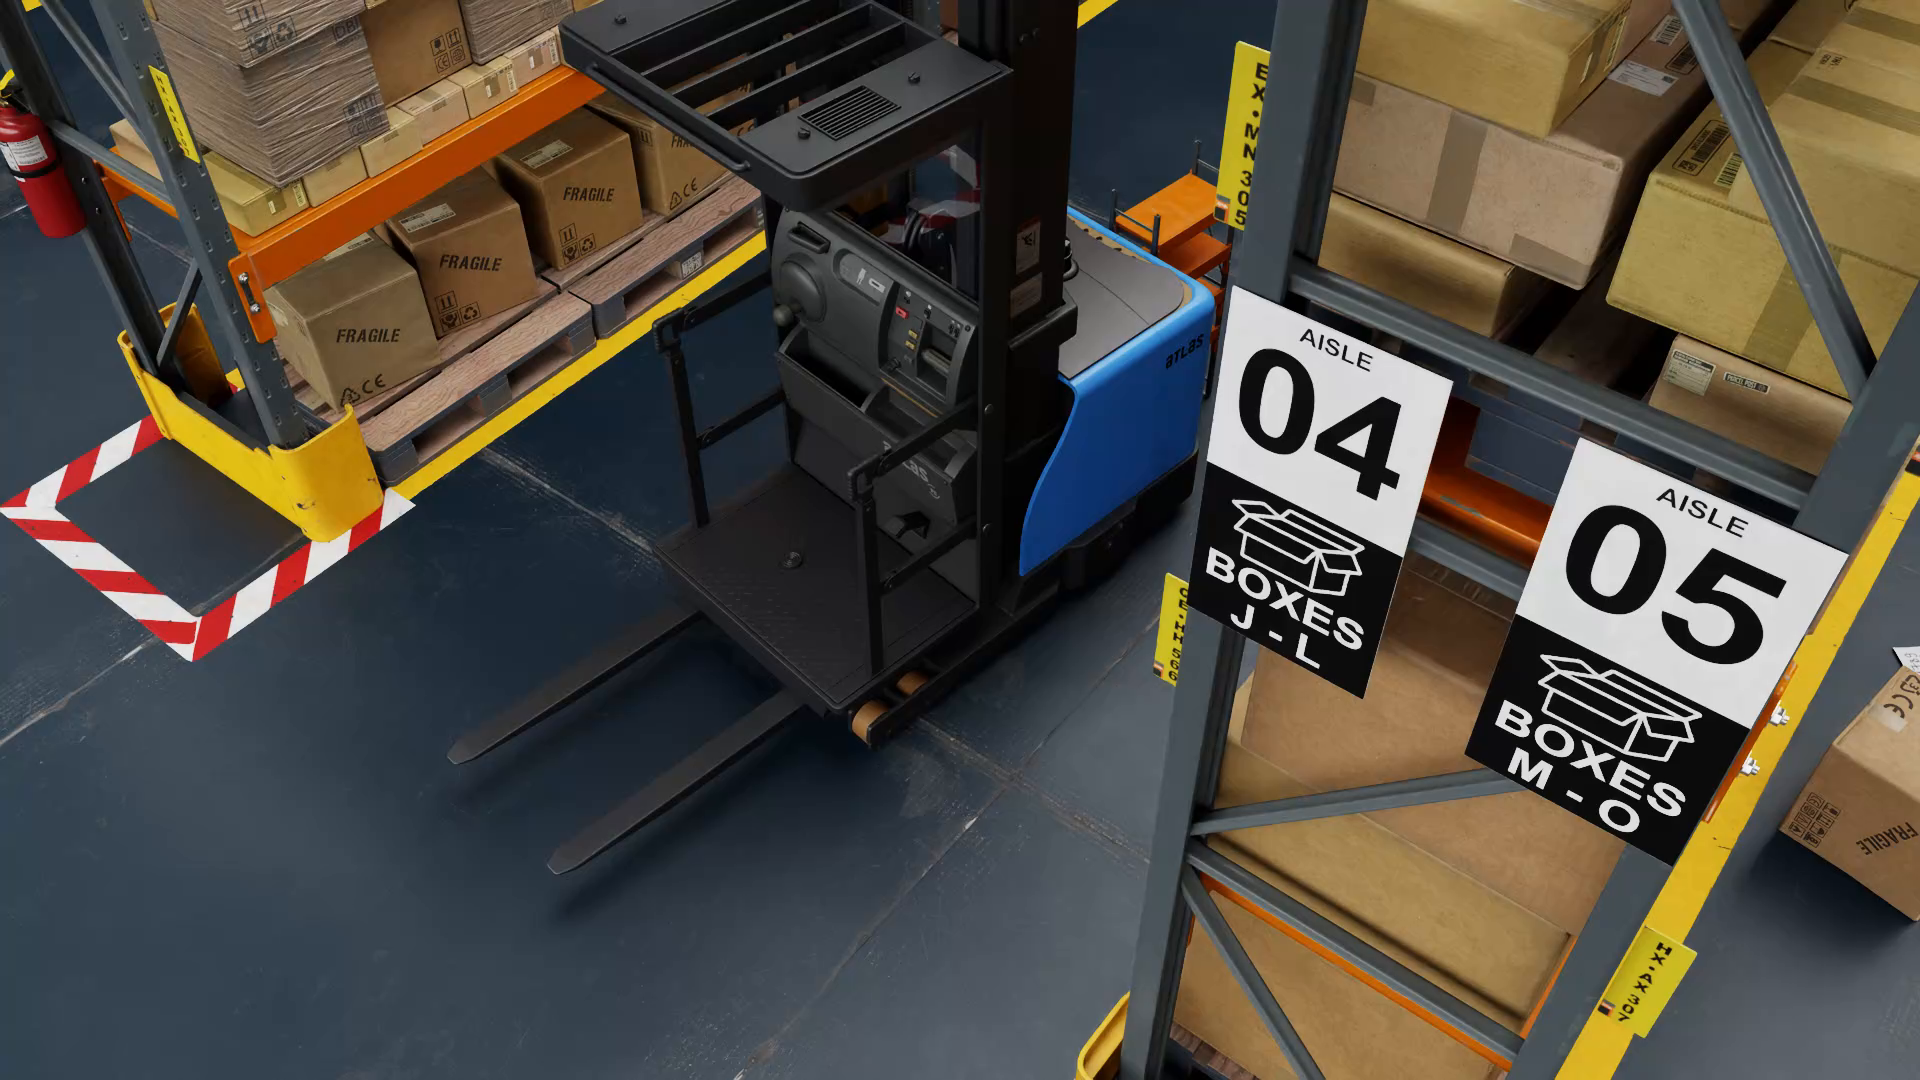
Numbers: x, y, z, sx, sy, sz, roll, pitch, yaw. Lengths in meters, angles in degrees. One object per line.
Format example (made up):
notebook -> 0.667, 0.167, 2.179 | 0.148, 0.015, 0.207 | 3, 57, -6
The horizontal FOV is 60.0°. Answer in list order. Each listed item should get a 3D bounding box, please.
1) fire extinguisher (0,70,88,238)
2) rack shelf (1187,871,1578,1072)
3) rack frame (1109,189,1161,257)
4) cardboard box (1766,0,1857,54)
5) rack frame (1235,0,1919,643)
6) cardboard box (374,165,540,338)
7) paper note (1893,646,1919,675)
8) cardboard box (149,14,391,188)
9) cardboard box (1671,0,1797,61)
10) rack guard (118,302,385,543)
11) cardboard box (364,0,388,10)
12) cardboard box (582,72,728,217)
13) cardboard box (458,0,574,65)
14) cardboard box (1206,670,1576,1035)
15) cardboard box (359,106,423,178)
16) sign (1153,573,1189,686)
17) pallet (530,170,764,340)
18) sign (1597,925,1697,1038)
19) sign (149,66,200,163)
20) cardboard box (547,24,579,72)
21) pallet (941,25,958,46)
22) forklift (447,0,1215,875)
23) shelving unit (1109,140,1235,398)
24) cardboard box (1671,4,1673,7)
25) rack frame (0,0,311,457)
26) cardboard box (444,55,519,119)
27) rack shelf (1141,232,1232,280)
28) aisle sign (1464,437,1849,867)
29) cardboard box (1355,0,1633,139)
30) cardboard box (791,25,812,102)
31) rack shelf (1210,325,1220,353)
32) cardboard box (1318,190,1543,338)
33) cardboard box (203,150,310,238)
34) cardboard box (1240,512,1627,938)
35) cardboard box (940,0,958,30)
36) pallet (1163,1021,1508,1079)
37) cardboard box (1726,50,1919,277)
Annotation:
fire extinguisher -> -3.412, -1.430, 6.096 | 0.296, 0.674, 0.183 | 29, 53, 25
rack shelf -> 2.108, 0.036, 5.139 | 1.077, 0.370, 4.000 | 29, 53, 25
rack frame -> 0.668, -0.865, 6.746 | 0.015, 1.200, 0.240 | -35, 55, -29
cardboard box -> 1.693, -0.789, 2.893 | 0.500, 0.250, 0.500 | 29, 53, 25
rack frame -> 0.886, -1.141, 1.616 | 1.000, 3.000, 0.127 | 29, 53, 25
cardboard box -> -2.244, -1.308, 7.363 | 0.500, 0.500, 0.500 | -29, 53, -25
paper note -> 3.637, 0.453, 6.296 | 0.147, 0.020, 0.142 | -2, 46, -2
cardboard box -> -2.620, -1.759, 6.081 | 0.875, 0.500, 0.500 | 29, 53, 25
cardboard box -> 1.270, -1.024, 3.118 | 0.500, 0.250, 0.500 | 29, 53, 25
rack guard -> -2.931, -0.499, 6.881 | 1.175, 0.500, 0.348 | 29, 53, 25
cardboard box -> -2.114, -2.279, 5.886 | 0.500, 0.500, 0.500 | 29, 53, 25
cardboard box -> -1.470, -1.957, 7.983 | 0.500, 0.500, 0.500 | 25, 51, 22
cardboard box -> -2.069, -2.365, 6.660 | 0.875, 0.500, 0.500 | 29, 53, 25
cardboard box -> 1.077, 0.647, 3.953 | 0.875, 0.550, 0.550 | 29, 53, 25
cardboard box -> -2.282, -1.561, 6.340 | 0.380, 0.149, 0.250 | 29, 53, 25
sign -> 0.465, 0.202, 3.518 | 0.100, 0.325, 0.005 | 29, 53, 25
pallet -> -1.660, -1.544, 8.078 | 1.003, 0.211, 1.213 | 29, 53, 25
sign -> 1.321, 0.854, 3.206 | 0.100, 0.325, 0.005 | 29, 53, 25
sign -> -2.548, -1.378, 5.393 | 0.100, 0.325, 0.005 | 29, 53, 25
cardboard box -> -1.621, -2.105, 6.860 | 0.380, 0.149, 0.250 | 29, 53, 25
pallet -> -0.057, -3.091, 9.556 | 1.003, 0.211, 1.213 | 29, 53, 25
forklift -> -0.450, -0.701, 5.392 | 3.031, 2.935, 1.130 | -35, 55, -29
shelving unit -> 0.845, -0.987, 6.863 | 0.503, 1.200, 0.258 | -35, 55, -29
cardboard box -> 1.134, -1.104, 2.919 | 0.380, 0.149, 0.250 | 30, 53, 26
rack frame -> -2.978, -1.319, 5.936 | 1.000, 3.000, 0.127 | 29, 53, 25
cardboard box -> -1.987, -1.853, 6.619 | 0.380, 0.149, 0.250 | 29, 53, 25
rack shelf -> 0.845, -1.095, 6.750 | 0.480, 0.148, 0.258 | -35, 55, -29
aisle sign -> 1.080, 0.207, 2.680 | 0.394, 0.787, 0.004 | 29, 53, 25
cardboard box -> 0.823, -0.815, 2.643 | 0.380, 0.149, 0.250 | 30, 53, 25
cardboard box -> -0.808, -2.678, 8.672 | 0.500, 0.500, 0.500 | 28, 52, 24
rack shelf -> 0.845, -0.803, 7.055 | 0.480, 0.148, 0.258 | -35, 55, -29
cardboard box -> 0.821, -0.537, 2.929 | 0.380, 0.149, 0.250 | 29, 53, 25
cardboard box -> -2.615, -1.290, 6.081 | 0.380, 0.149, 0.250 | 29, 53, 25
cardboard box -> 1.143, 0.312, 3.527 | 0.875, 0.550, 0.550 | 29, 53, 25
cardboard box -> -0.140, -3.238, 9.193 | 0.700, 0.500, 0.500 | 25, 51, 22
pallet -> 1.313, 1.403, 5.264 | 1.003, 0.211, 1.213 | 29, 53, 25
cardboard box -> 1.341, -0.523, 2.363 | 0.380, 0.149, 0.250 | 30, 53, 25
